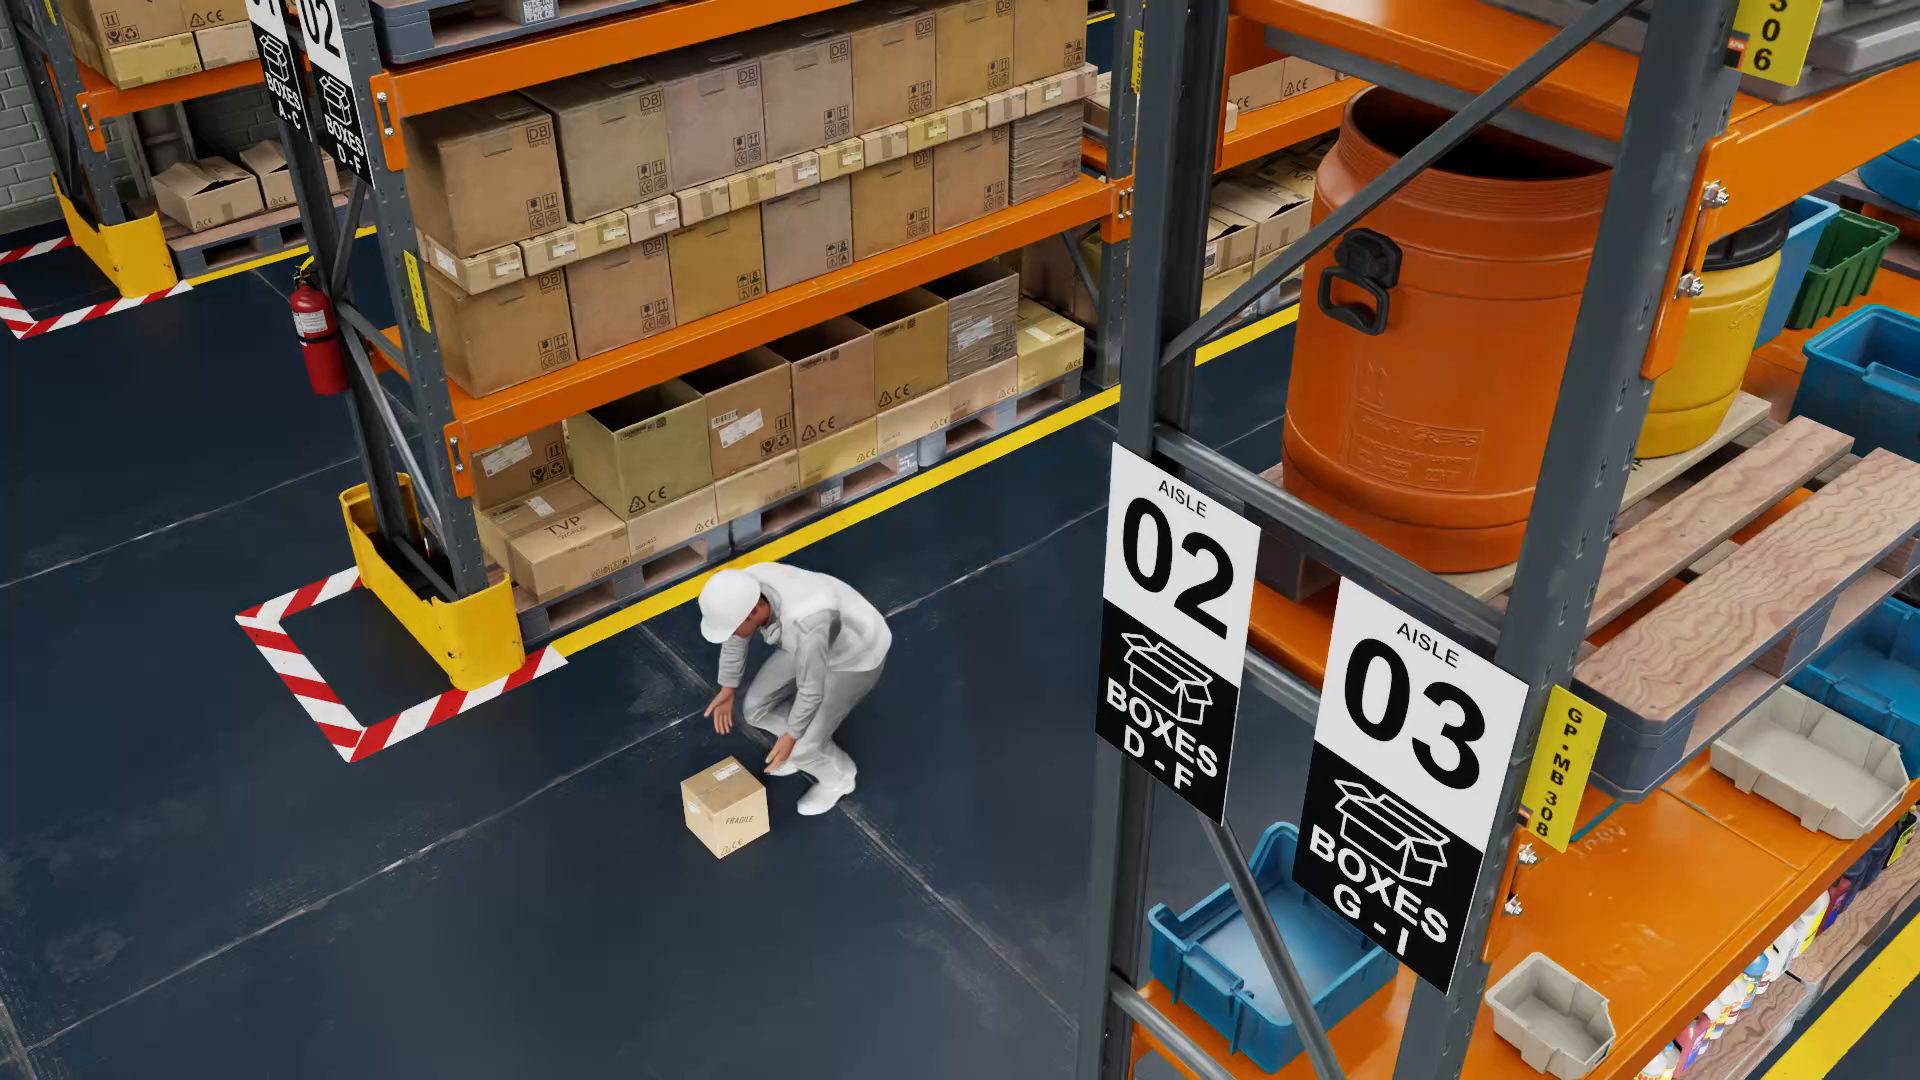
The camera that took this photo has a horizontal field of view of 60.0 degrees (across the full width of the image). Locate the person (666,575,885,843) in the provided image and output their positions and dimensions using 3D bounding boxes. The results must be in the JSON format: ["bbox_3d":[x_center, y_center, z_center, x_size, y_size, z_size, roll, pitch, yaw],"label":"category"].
[{"bbox_3d":[-0.758,0.697,6.769,0.996,0.974,0.497,-28,44,-34],"label":"person"}]
